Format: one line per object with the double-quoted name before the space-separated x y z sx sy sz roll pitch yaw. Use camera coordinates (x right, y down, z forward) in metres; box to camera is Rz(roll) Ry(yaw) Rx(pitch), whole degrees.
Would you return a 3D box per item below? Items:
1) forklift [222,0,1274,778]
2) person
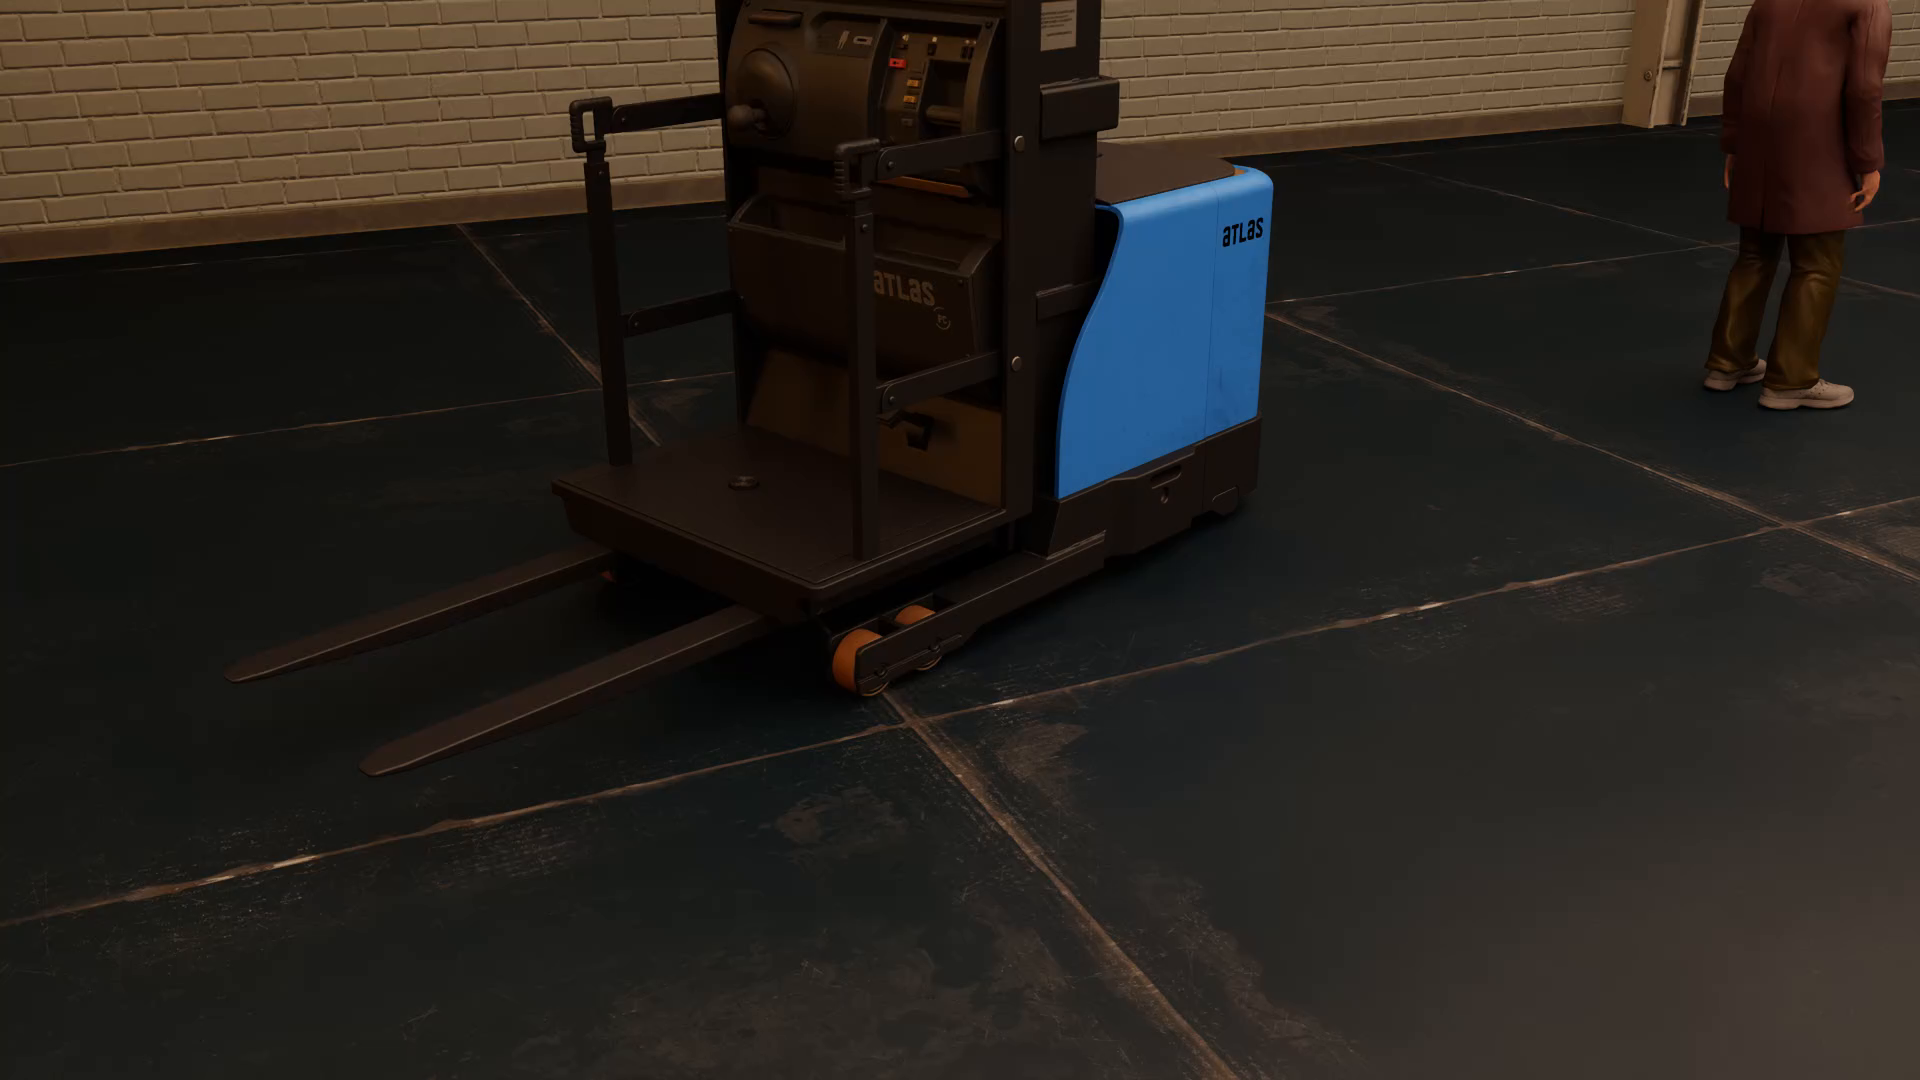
"forklift" -0.413 -1.182 4.131 1.130 2.935 3.031 19 29 39
"person" 3.105 -1.401 6.167 0.433 1.773 0.652 -11 25 -25
